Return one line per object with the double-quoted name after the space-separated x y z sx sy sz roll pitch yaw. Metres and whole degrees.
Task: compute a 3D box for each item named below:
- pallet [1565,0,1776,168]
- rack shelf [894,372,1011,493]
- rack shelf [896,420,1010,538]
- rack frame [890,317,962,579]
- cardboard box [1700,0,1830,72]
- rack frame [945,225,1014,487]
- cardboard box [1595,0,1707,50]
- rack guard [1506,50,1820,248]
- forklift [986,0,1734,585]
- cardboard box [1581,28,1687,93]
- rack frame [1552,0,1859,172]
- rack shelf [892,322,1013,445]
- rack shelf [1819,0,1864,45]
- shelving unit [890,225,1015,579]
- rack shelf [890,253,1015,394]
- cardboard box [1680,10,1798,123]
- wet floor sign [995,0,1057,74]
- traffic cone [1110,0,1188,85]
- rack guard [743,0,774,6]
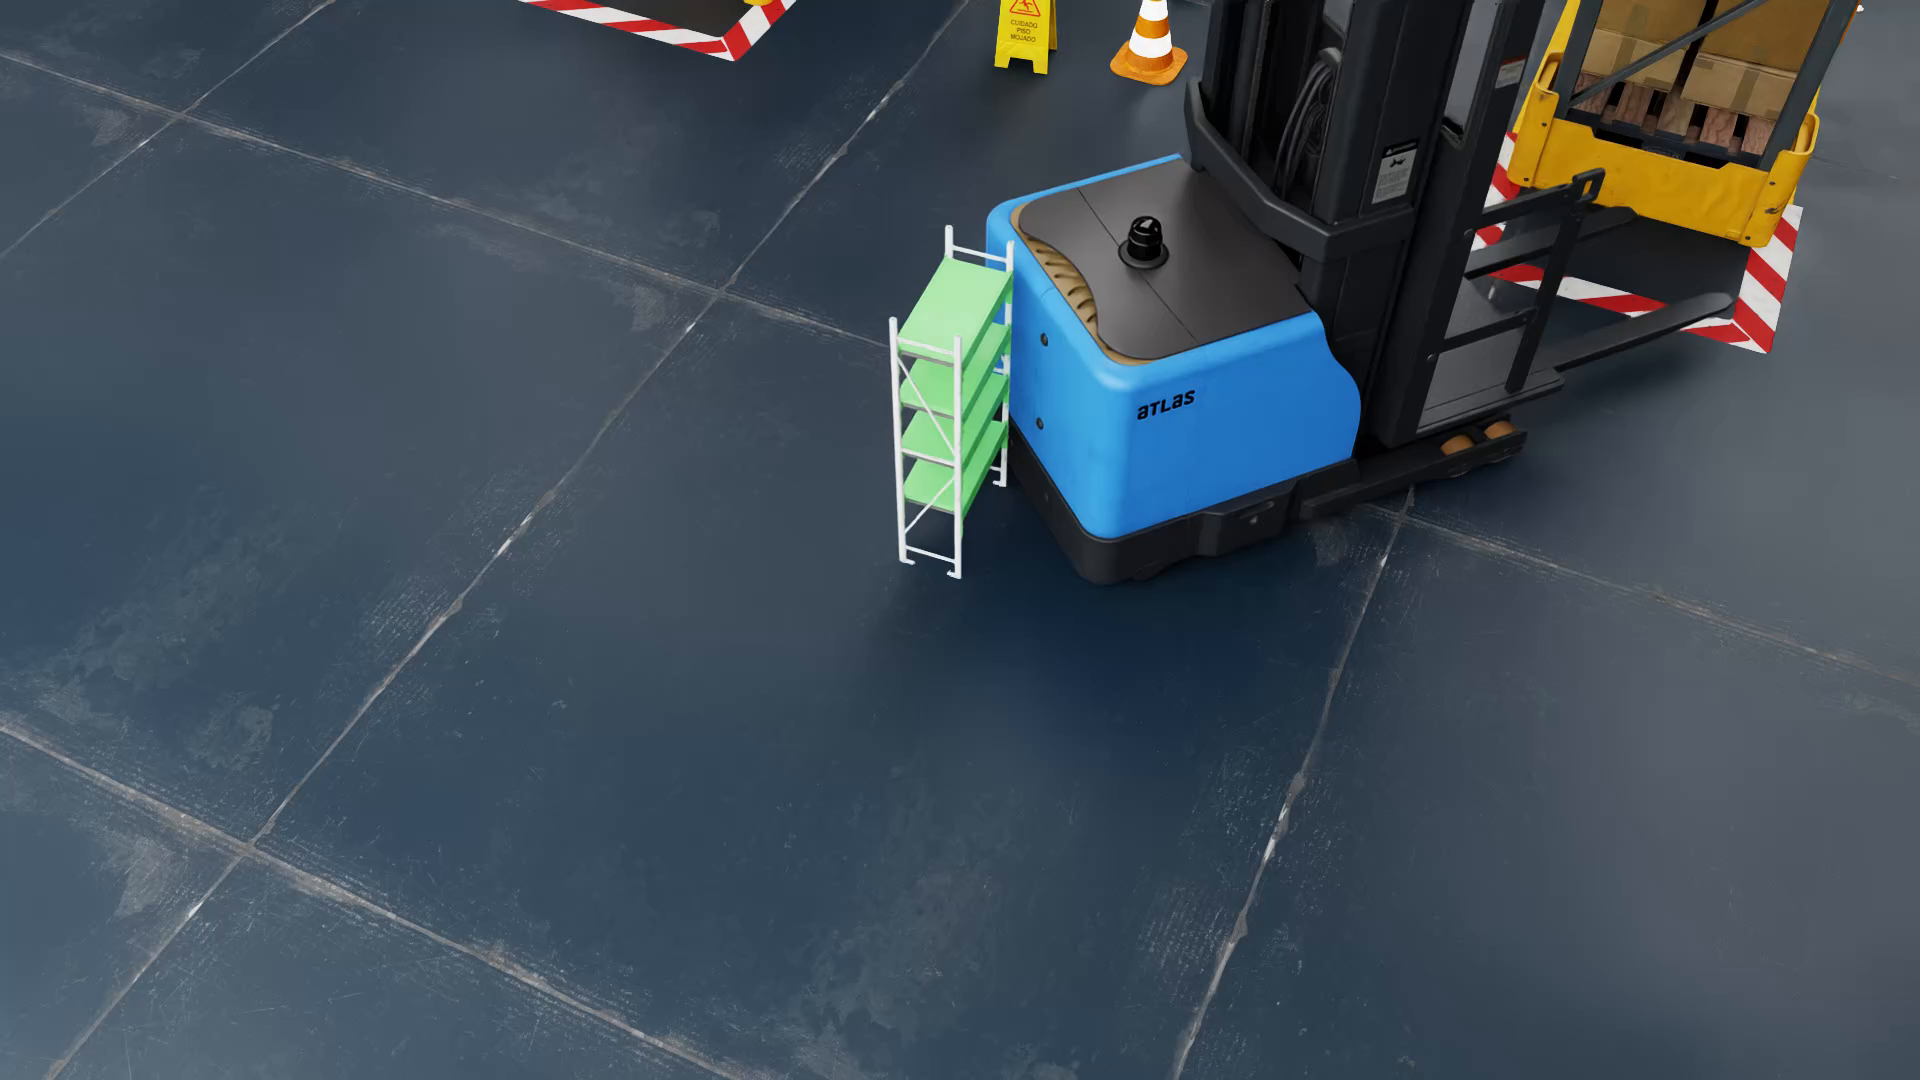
3.483 -2.199 7.983 1.003 0.211 1.213 20 52 16 "pallet"
-0.021 -0.414 5.899 0.258 0.148 0.480 16 52 13 "rack shelf"
-0.021 -0.259 6.081 0.258 0.148 0.480 16 52 13 "rack shelf"
-0.109 -0.282 5.702 0.240 1.200 0.015 16 52 13 "rack frame"
3.676 -2.473 7.422 0.500 0.500 0.500 18 52 15 "cardboard box"
0.066 -0.629 5.998 0.240 1.200 0.015 16 52 13 "rack frame"
3.178 -2.627 7.553 0.500 0.500 0.500 20 53 16 "cardboard box"
3.104 -1.745 7.406 1.175 0.500 0.348 20 52 16 "rack guard"
1.642 -1.546 5.641 3.031 2.935 1.130 -19 52 -15 "forklift"
3.184 -2.408 7.859 0.500 0.250 0.500 20 52 16 "cardboard box"
3.071 -2.502 6.410 1.000 3.000 0.127 20 52 16 "rack frame"
-0.021 -0.570 5.716 0.258 0.148 0.480 16 52 13 "rack shelf"
3.926 -3.647 7.856 1.077 0.370 4.000 20 52 16 "rack shelf"
-0.021 -0.456 5.850 0.258 1.200 0.503 16 52 13 "shelving unit"
-0.021 -0.725 5.533 0.258 0.148 0.480 16 52 13 "rack shelf"
3.666 -2.213 7.693 0.500 0.250 0.500 19 52 16 "cardboard box"
0.331 -2.616 8.053 0.267 0.644 0.232 12 51 10 "wet floor sign"
0.940 -2.523 8.093 0.336 0.463 0.334 20 52 16 "traffic cone"
-1.458 -3.217 8.659 1.175 0.500 0.348 20 52 16 "rack guard"
